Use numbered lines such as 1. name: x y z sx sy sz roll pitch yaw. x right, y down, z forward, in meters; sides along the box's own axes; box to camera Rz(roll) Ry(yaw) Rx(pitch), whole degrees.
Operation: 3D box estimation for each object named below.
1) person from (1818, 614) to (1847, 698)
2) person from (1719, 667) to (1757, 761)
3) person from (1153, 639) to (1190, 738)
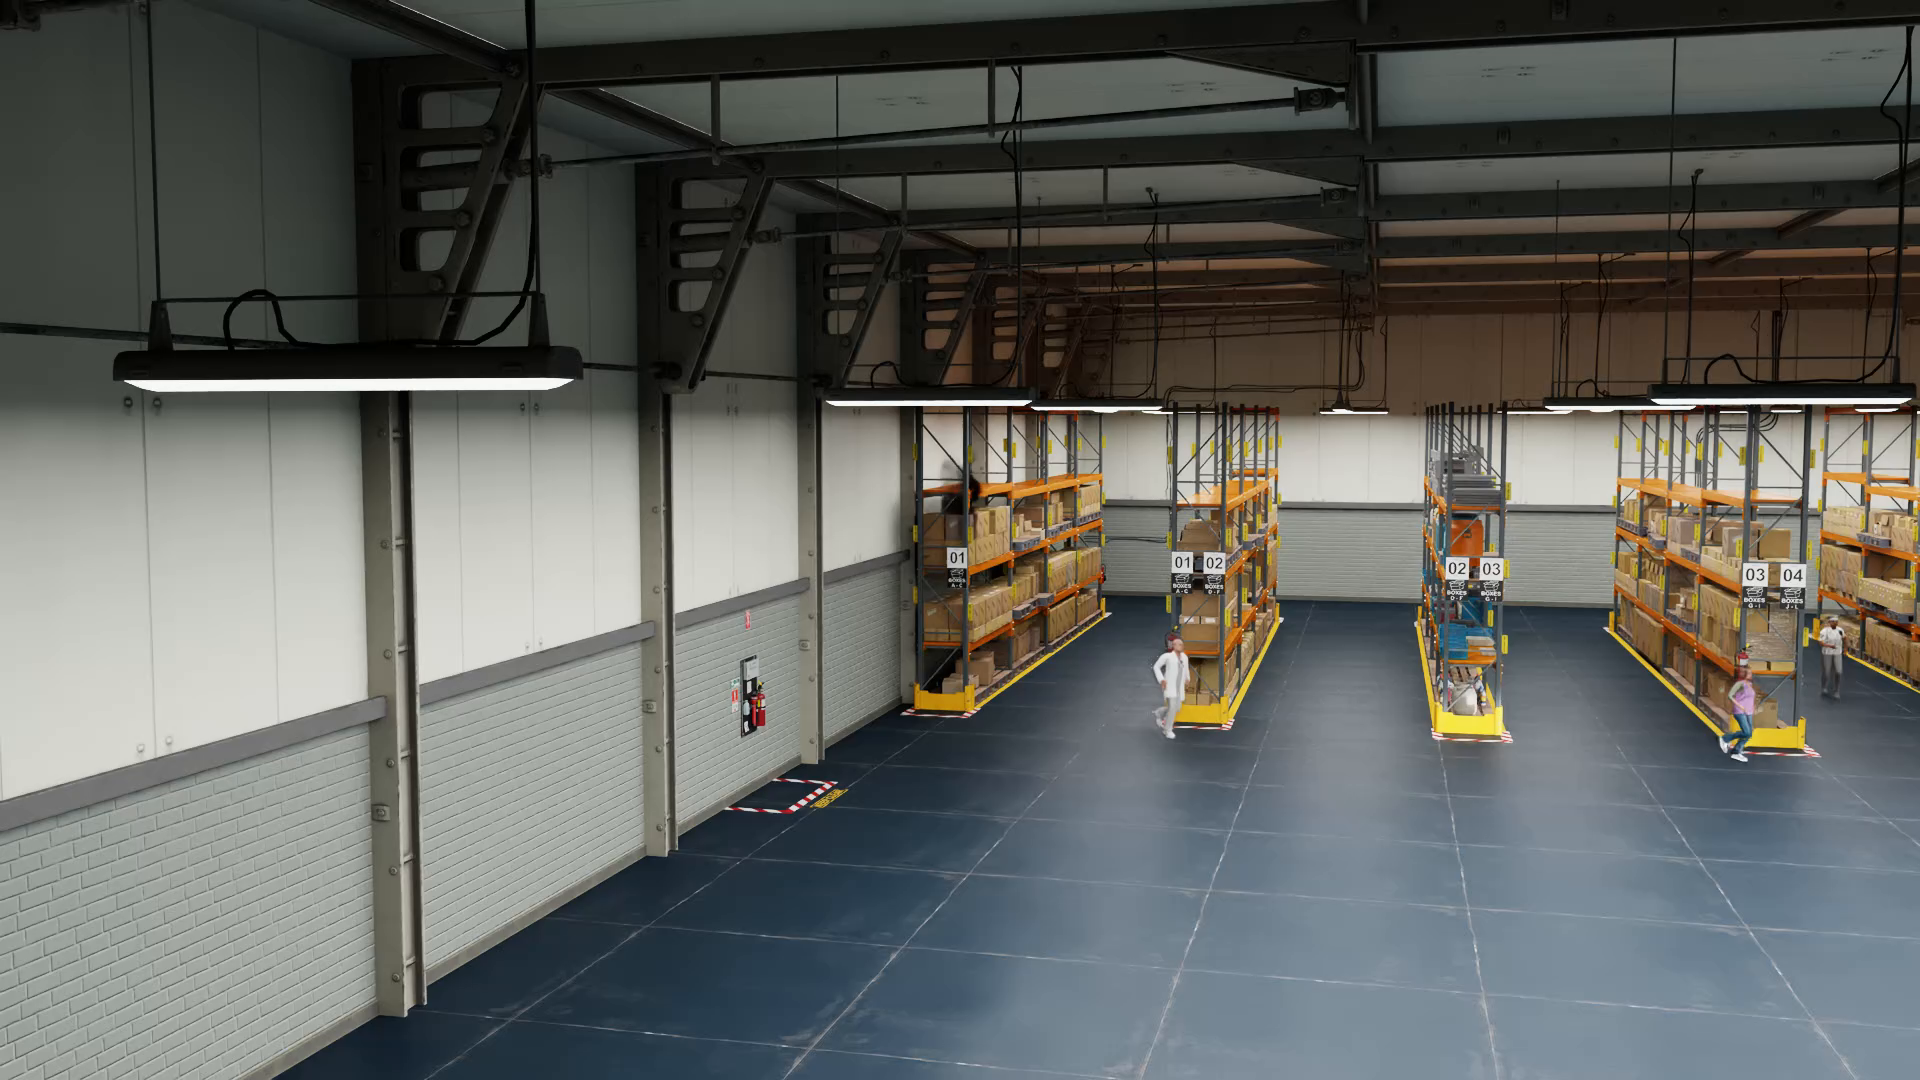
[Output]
1. person: 17.869 2.388 34.028 0.589 1.751 0.705 1 4 11
2. person: 13.068 2.899 27.850 0.564 1.555 0.507 -3 5 -34
3. person: 3.836 2.658 30.072 0.756 1.741 0.776 -2 5 -29
